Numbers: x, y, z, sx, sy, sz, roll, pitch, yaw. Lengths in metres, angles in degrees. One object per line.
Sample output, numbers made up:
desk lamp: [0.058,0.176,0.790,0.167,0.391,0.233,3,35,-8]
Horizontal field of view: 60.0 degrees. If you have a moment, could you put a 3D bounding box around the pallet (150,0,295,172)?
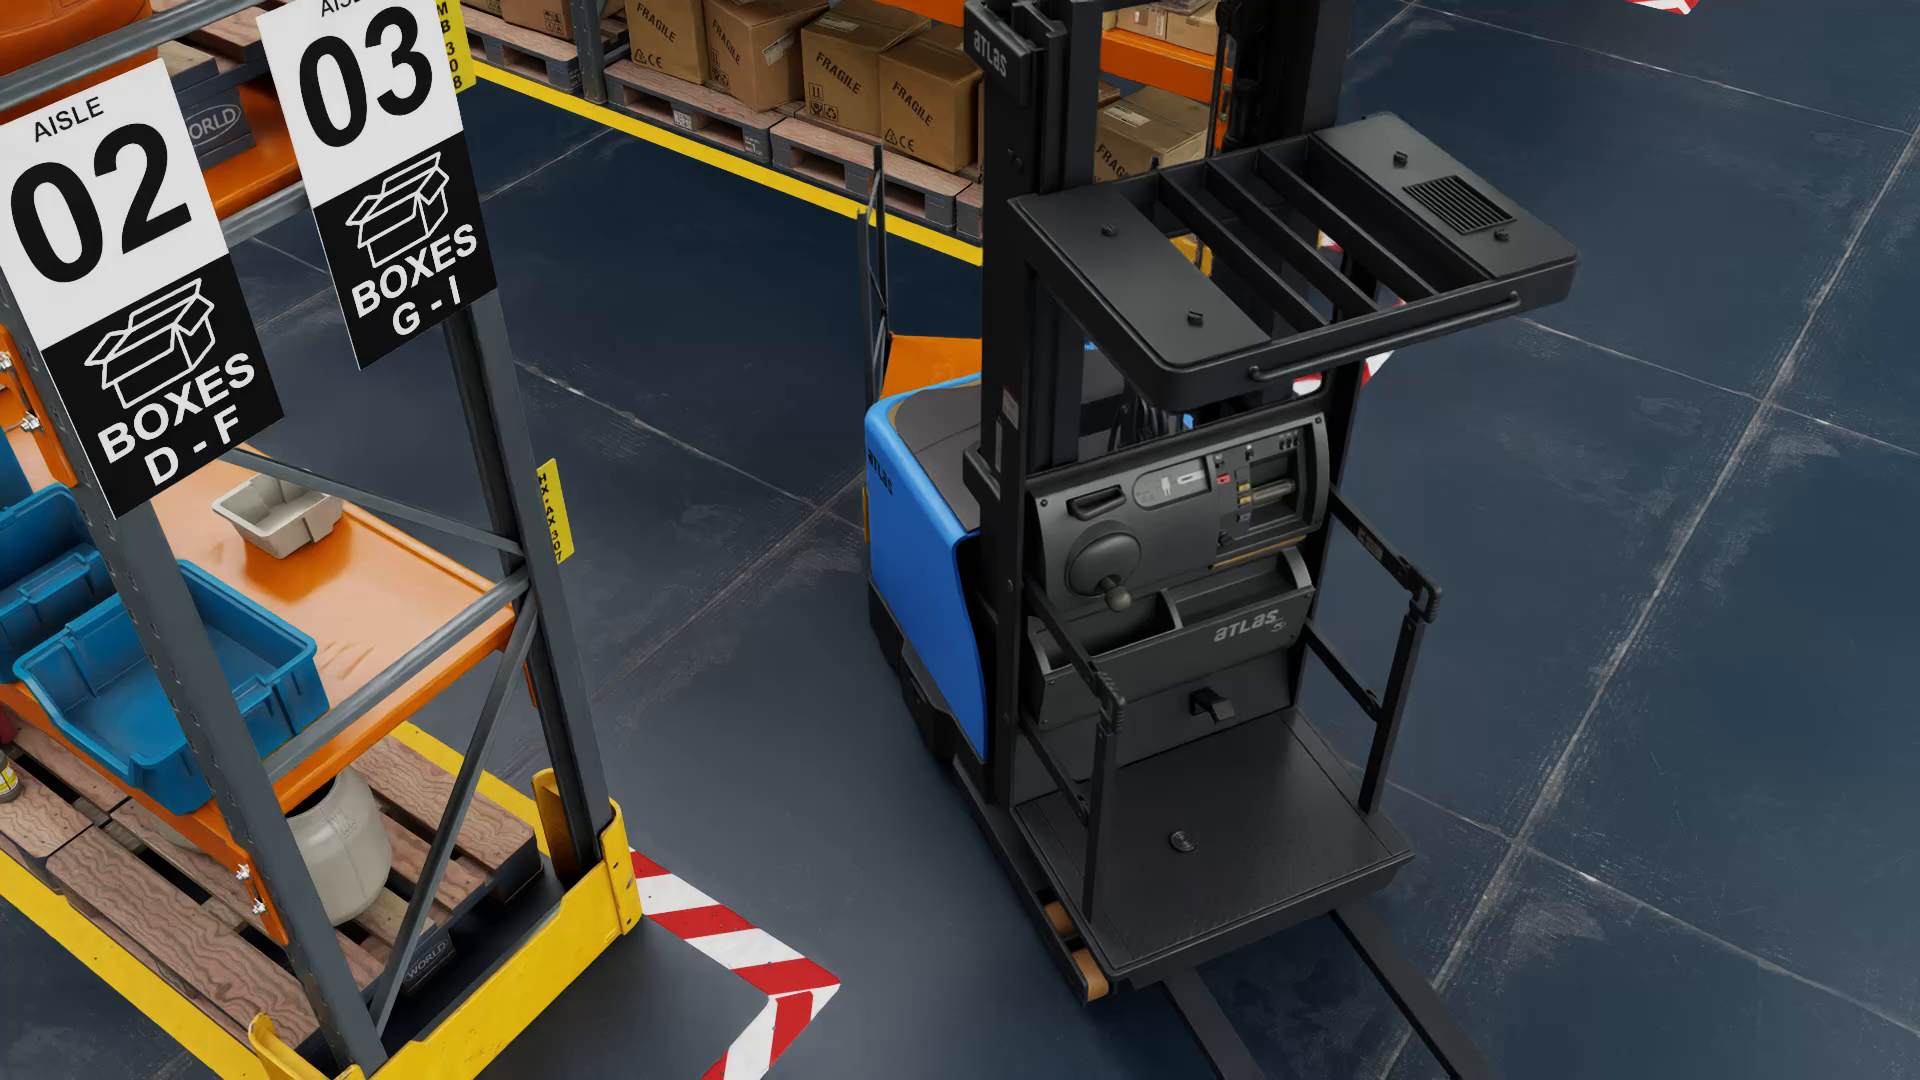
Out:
pallet: [-2.015,-1.079,3.598,1.213,0.211,1.003,25,48,25]

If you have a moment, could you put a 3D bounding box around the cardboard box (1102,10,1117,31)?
cardboard box: [0.660,-2.432,7.406,0.250,0.149,0.380,25,48,25]

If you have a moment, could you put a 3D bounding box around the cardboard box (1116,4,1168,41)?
cardboard box: [0.894,-2.364,7.331,0.250,0.149,0.380,25,48,25]

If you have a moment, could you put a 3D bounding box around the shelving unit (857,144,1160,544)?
shelving unit: [0.176,-0.708,6.417,1.083,1.500,0.587,3,42,4]

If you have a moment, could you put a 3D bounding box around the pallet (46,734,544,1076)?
pallet: [-2.145,1.061,5.406,1.213,0.211,1.003,25,48,25]

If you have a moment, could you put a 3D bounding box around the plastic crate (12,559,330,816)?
plastic crate: [-1.975,0.366,4.203,0.616,0.251,0.499,25,48,25]

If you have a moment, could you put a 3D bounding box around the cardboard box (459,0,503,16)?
cardboard box: [-2.695,-3.569,10.034,0.500,0.500,0.700,25,47,25]

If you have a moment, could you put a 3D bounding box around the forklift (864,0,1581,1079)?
forklift: [0.729,-0.001,4.553,1.130,2.935,3.031,-17,45,-18]

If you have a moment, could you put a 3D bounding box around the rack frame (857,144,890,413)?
rack frame: [-0.321,-0.737,6.449,0.032,1.500,0.500,3,42,4]

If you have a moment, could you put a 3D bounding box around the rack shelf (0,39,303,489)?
rack shelf: [-3.031,-1.277,4.217,4.000,0.370,1.077,25,48,25]

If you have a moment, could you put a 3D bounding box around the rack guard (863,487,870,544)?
rack guard: [-0.320,-0.271,6.866,0.087,0.250,0.587,3,42,4]

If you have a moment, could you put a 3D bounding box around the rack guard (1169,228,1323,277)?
rack guard: [1.388,-1.463,8.010,0.348,0.500,1.175,25,48,25]

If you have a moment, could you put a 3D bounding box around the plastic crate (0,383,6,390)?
plastic crate: [-3.194,-0.611,5.381,0.437,0.136,0.530,25,48,25]

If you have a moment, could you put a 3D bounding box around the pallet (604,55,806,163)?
pallet: [-1.254,-2.620,9.519,1.213,0.211,1.003,25,48,25]

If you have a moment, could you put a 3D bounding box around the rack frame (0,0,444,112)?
rack frame: [-1.394,-1.897,2.121,0.127,3.000,1.000,25,48,25]

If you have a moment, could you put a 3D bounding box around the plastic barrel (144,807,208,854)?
plastic barrel: [-2.387,0.707,5.261,0.421,0.512,0.421,0,42,0]

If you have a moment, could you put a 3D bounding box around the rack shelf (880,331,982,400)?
rack shelf: [0.185,-0.574,6.536,1.000,0.185,0.538,3,42,4]

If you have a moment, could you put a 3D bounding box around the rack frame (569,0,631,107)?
rack frame: [-1.825,-3.897,8.855,0.127,3.000,1.000,25,48,25]

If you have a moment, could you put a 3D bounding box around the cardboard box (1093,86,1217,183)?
cardboard box: [0.949,-1.838,8.115,0.500,0.500,0.500,-33,51,-31]

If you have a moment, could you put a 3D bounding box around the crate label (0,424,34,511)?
crate label: [-3.056,-0.231,4.733,0.616,0.435,0.502,25,48,25]

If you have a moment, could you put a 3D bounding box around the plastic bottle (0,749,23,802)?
plastic bottle: [-3.149,0.754,5.427,0.097,0.201,0.097,0,42,0]

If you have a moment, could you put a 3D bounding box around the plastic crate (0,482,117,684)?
plastic crate: [-2.504,0.114,4.484,0.408,0.251,0.499,25,48,25]

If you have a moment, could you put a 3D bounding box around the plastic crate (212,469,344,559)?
plastic crate: [-1.942,-0.081,4.789,0.250,0.136,0.298,25,48,25]

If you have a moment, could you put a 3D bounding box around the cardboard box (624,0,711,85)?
cardboard box: [-1.520,-2.947,9.353,0.500,0.500,0.500,24,47,24]

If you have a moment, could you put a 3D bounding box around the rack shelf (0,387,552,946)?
rack shelf: [-3.031,-0.159,5.217,4.000,0.370,1.077,25,48,25]

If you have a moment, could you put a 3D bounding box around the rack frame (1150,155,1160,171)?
rack frame: [0.691,-0.679,6.384,0.032,1.500,0.500,3,42,4]

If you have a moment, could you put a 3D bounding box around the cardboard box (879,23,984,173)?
cardboard box: [-0.062,-2.299,8.629,0.500,0.500,0.500,30,50,29]

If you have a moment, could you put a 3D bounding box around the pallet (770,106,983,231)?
pallet: [-0.251,-2.153,8.998,1.213,0.211,1.003,25,48,25]

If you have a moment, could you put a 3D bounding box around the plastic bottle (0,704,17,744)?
plastic bottle: [-3.279,0.554,5.589,0.133,0.283,0.061,25,48,25]

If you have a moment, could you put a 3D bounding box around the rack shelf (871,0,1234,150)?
rack shelf: [-0.187,-2.863,8.239,4.000,0.370,1.077,25,48,25]

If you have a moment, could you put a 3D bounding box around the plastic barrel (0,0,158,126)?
plastic barrel: [-1.864,-1.212,2.969,0.708,0.830,0.600,25,48,25]

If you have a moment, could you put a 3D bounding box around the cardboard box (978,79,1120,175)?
cardboard box: [0.440,-2.049,8.350,0.500,0.500,0.500,-29,49,-28]

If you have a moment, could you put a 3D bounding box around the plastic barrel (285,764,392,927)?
plastic barrel: [-1.976,0.899,5.046,0.421,0.512,0.421,0,42,0]

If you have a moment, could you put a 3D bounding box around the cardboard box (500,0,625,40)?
cardboard box: [-2.315,-3.376,9.818,0.500,0.500,0.700,22,46,22]

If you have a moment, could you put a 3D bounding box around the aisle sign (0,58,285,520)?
aisle sign: [-1.505,-0.440,3.043,0.004,0.787,0.394,25,48,25]

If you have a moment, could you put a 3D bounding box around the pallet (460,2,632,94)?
pallet: [-2.463,-3.155,10.117,1.213,0.211,1.003,25,48,25]

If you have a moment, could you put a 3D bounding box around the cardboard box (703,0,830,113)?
cardboard box: [-1.047,-2.732,9.113,0.500,0.500,0.500,-26,48,-26]

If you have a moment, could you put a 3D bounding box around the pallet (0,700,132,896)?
pallet: [-3.140,0.593,5.929,1.213,0.211,1.003,25,48,25]

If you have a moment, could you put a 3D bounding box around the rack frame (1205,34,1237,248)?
rack frame: [1.450,-2.365,7.144,0.127,3.000,1.000,25,48,25]

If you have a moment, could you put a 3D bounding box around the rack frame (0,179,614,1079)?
rack frame: [-1.394,0.339,4.122,0.127,3.000,1.000,25,48,25]

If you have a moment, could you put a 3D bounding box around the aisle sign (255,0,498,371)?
aisle sign: [-1.167,-0.762,3.403,0.004,0.787,0.394,25,48,25]

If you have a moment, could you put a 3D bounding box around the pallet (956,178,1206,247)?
pallet: [0.743,-1.685,8.475,1.213,0.211,1.003,25,48,25]

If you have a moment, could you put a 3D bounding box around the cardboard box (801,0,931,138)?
cardboard box: [-0.493,-2.537,8.895,0.500,0.500,0.500,21,46,22]

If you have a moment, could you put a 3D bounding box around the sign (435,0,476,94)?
sign: [-1.074,-1.081,3.452,0.005,0.325,0.100,25,48,25]

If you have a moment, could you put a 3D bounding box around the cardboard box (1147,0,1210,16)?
cardboard box: [1.016,-2.739,7.263,0.500,0.500,0.875,25,48,25]

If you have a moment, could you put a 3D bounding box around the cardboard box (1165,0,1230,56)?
cardboard box: [1.098,-2.268,7.224,0.250,0.149,0.380,25,48,25]

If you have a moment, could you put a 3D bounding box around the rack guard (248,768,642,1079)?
rack guard: [-1.483,1.267,4.959,0.348,0.500,1.175,25,48,25]

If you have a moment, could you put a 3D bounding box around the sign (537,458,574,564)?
sign: [-1.074,-0.063,4.363,0.005,0.325,0.100,25,48,25]
